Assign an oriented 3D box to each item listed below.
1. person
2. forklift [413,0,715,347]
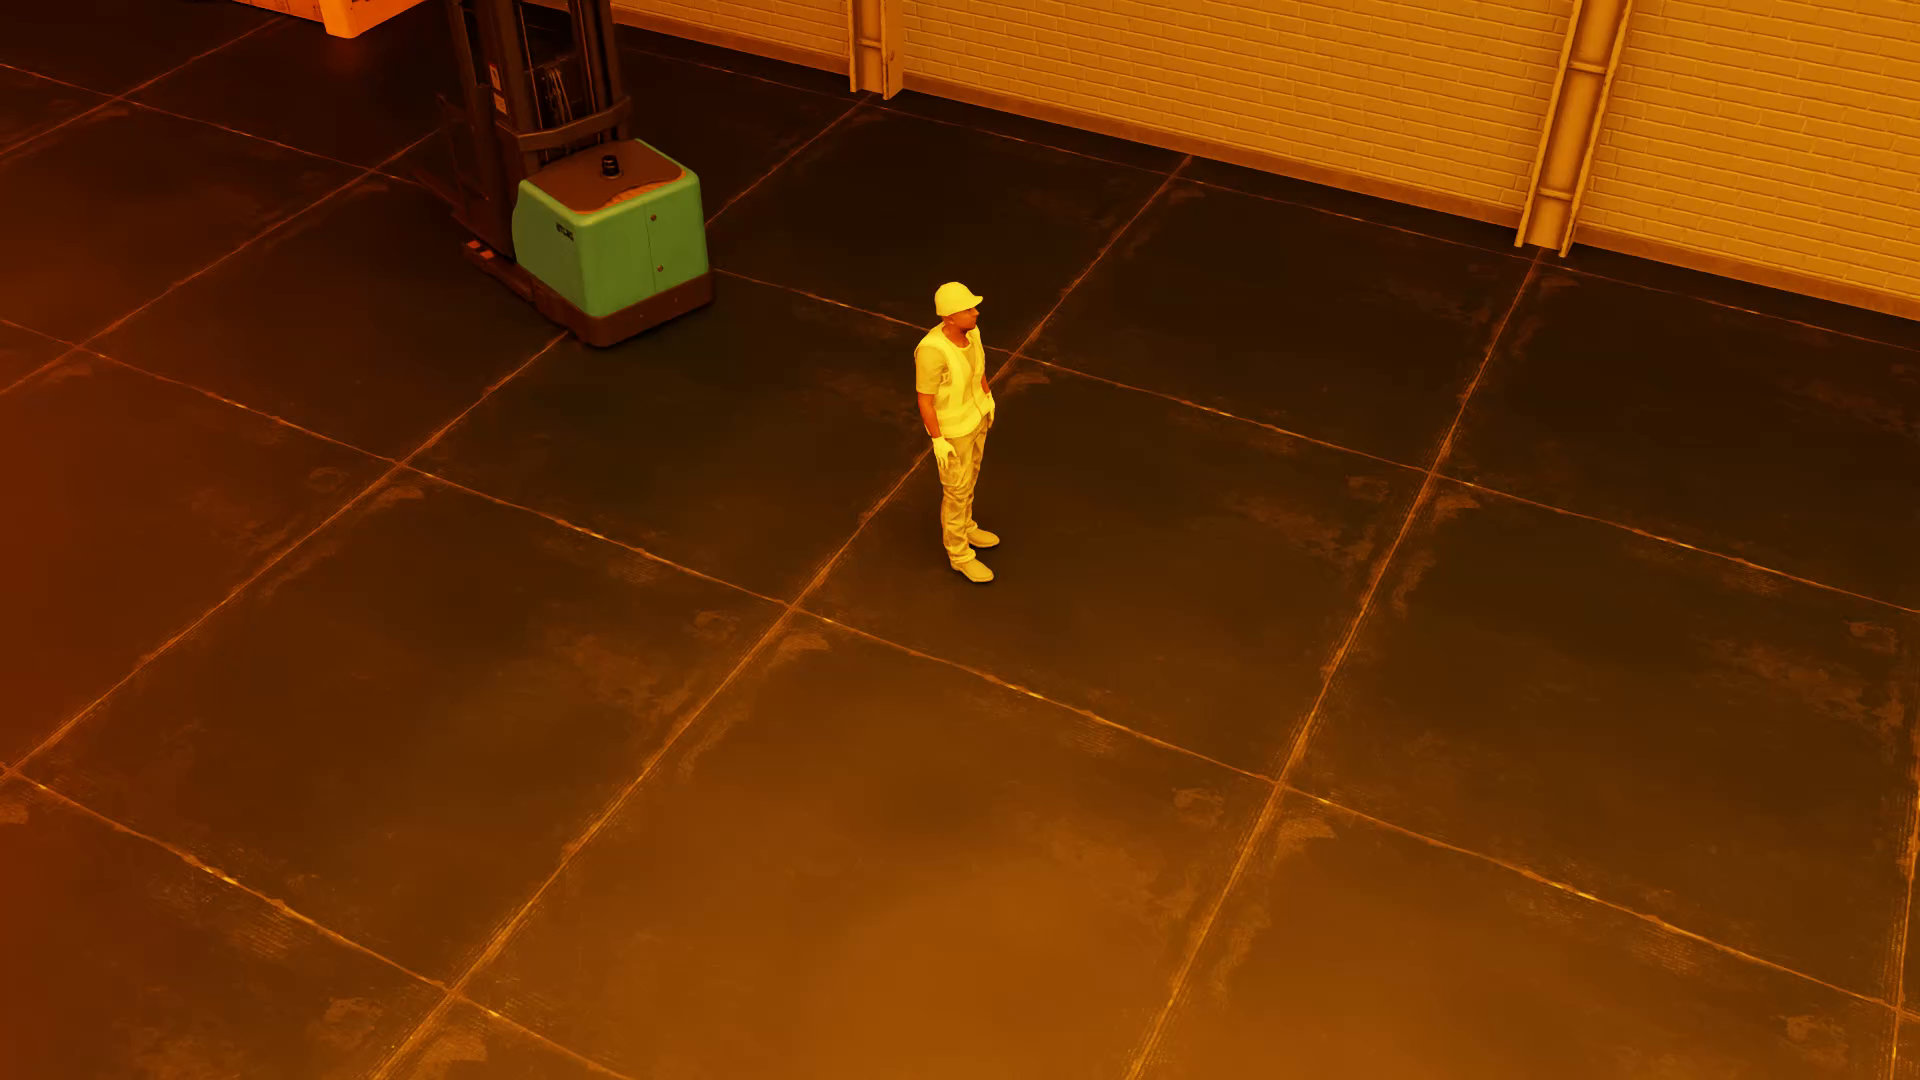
[{"bbox_3d":[0.059,-0.661,9.651,0.577,1.782,0.656,18,43,21],"label":"person"},{"bbox_3d":[-3.172,-3.354,11.969,1.130,2.935,3.031,-30,49,-31],"label":"forklift"}]
